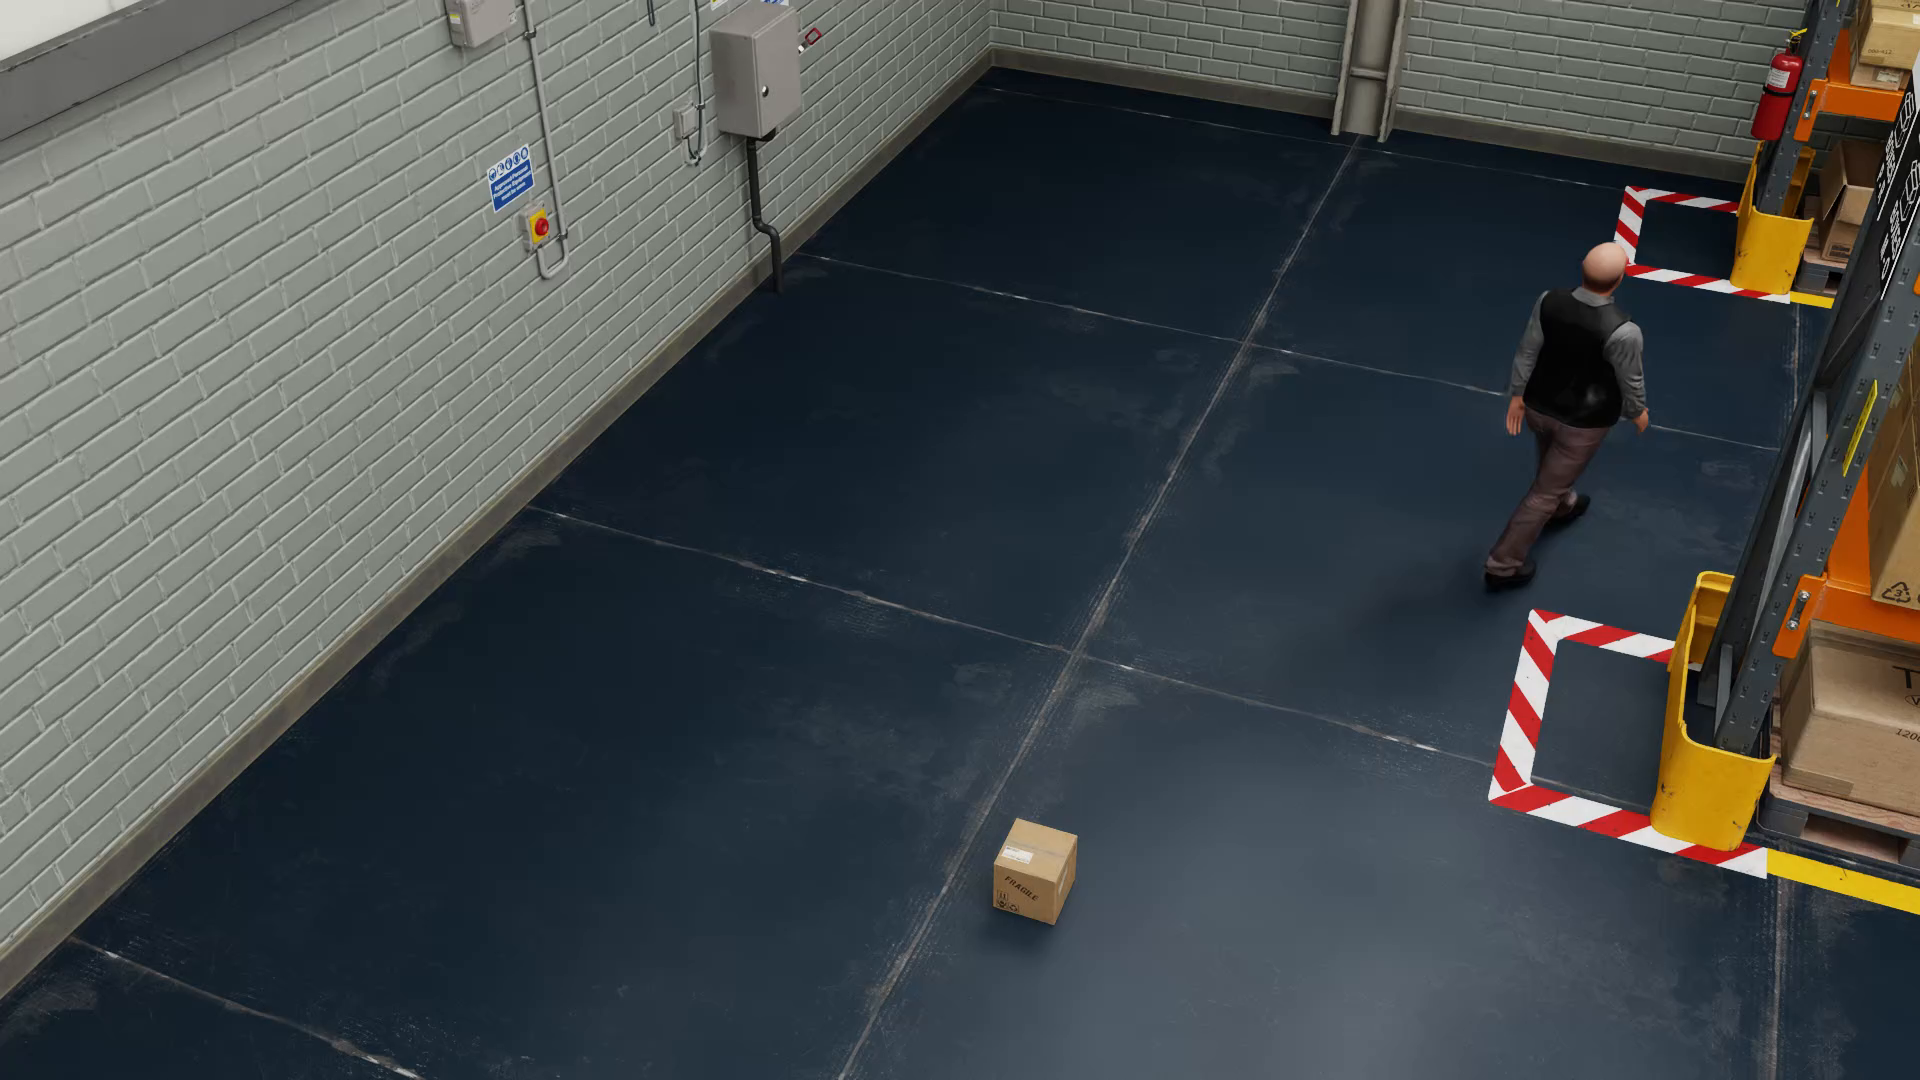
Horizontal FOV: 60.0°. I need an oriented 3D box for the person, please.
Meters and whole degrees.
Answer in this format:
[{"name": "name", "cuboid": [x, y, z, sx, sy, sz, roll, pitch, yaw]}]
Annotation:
[{"name": "person", "cuboid": [2.864, -0.624, 7.635, 0.968, 1.671, 0.553, -23, 43, -28]}]
